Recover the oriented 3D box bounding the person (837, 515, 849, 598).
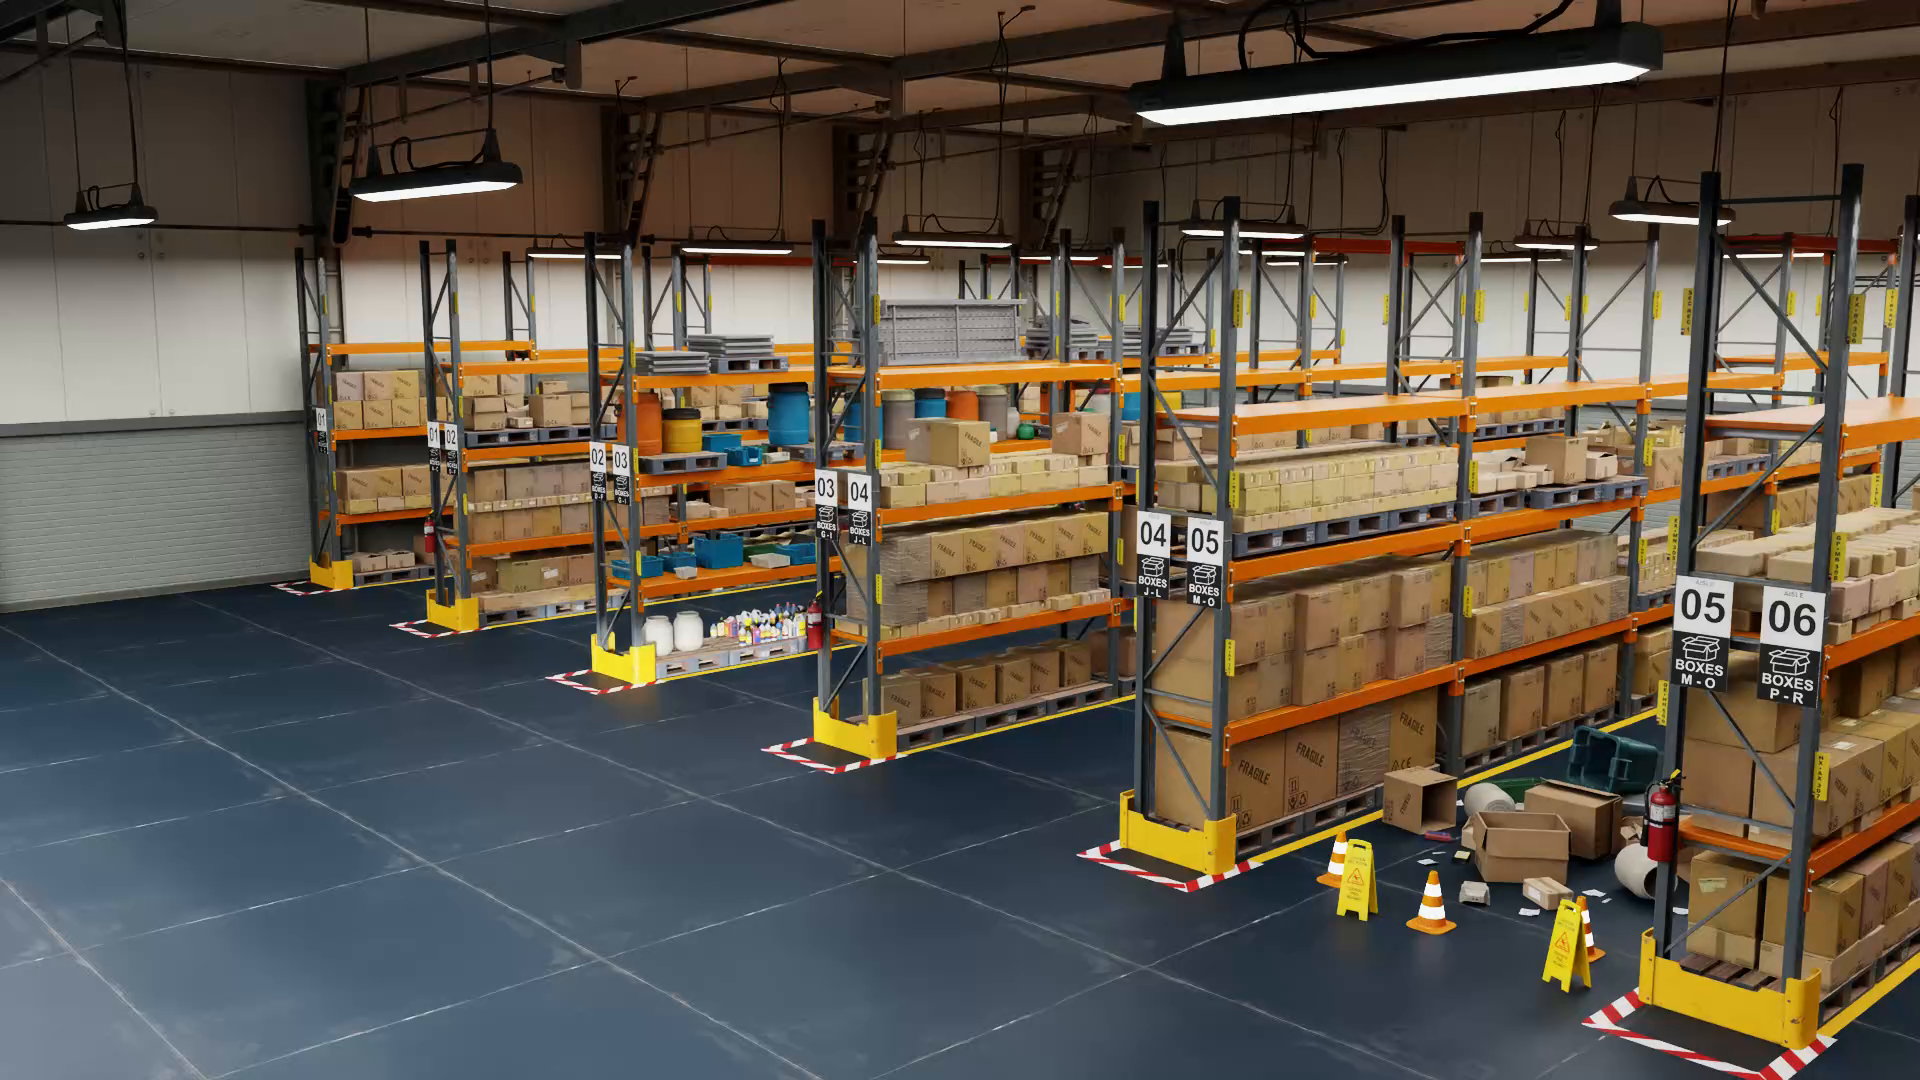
[{"bbox_3d":[-1.774,0.128,27.441,0.625,1.655,0.772,1,8,7],"label":"person"}]
